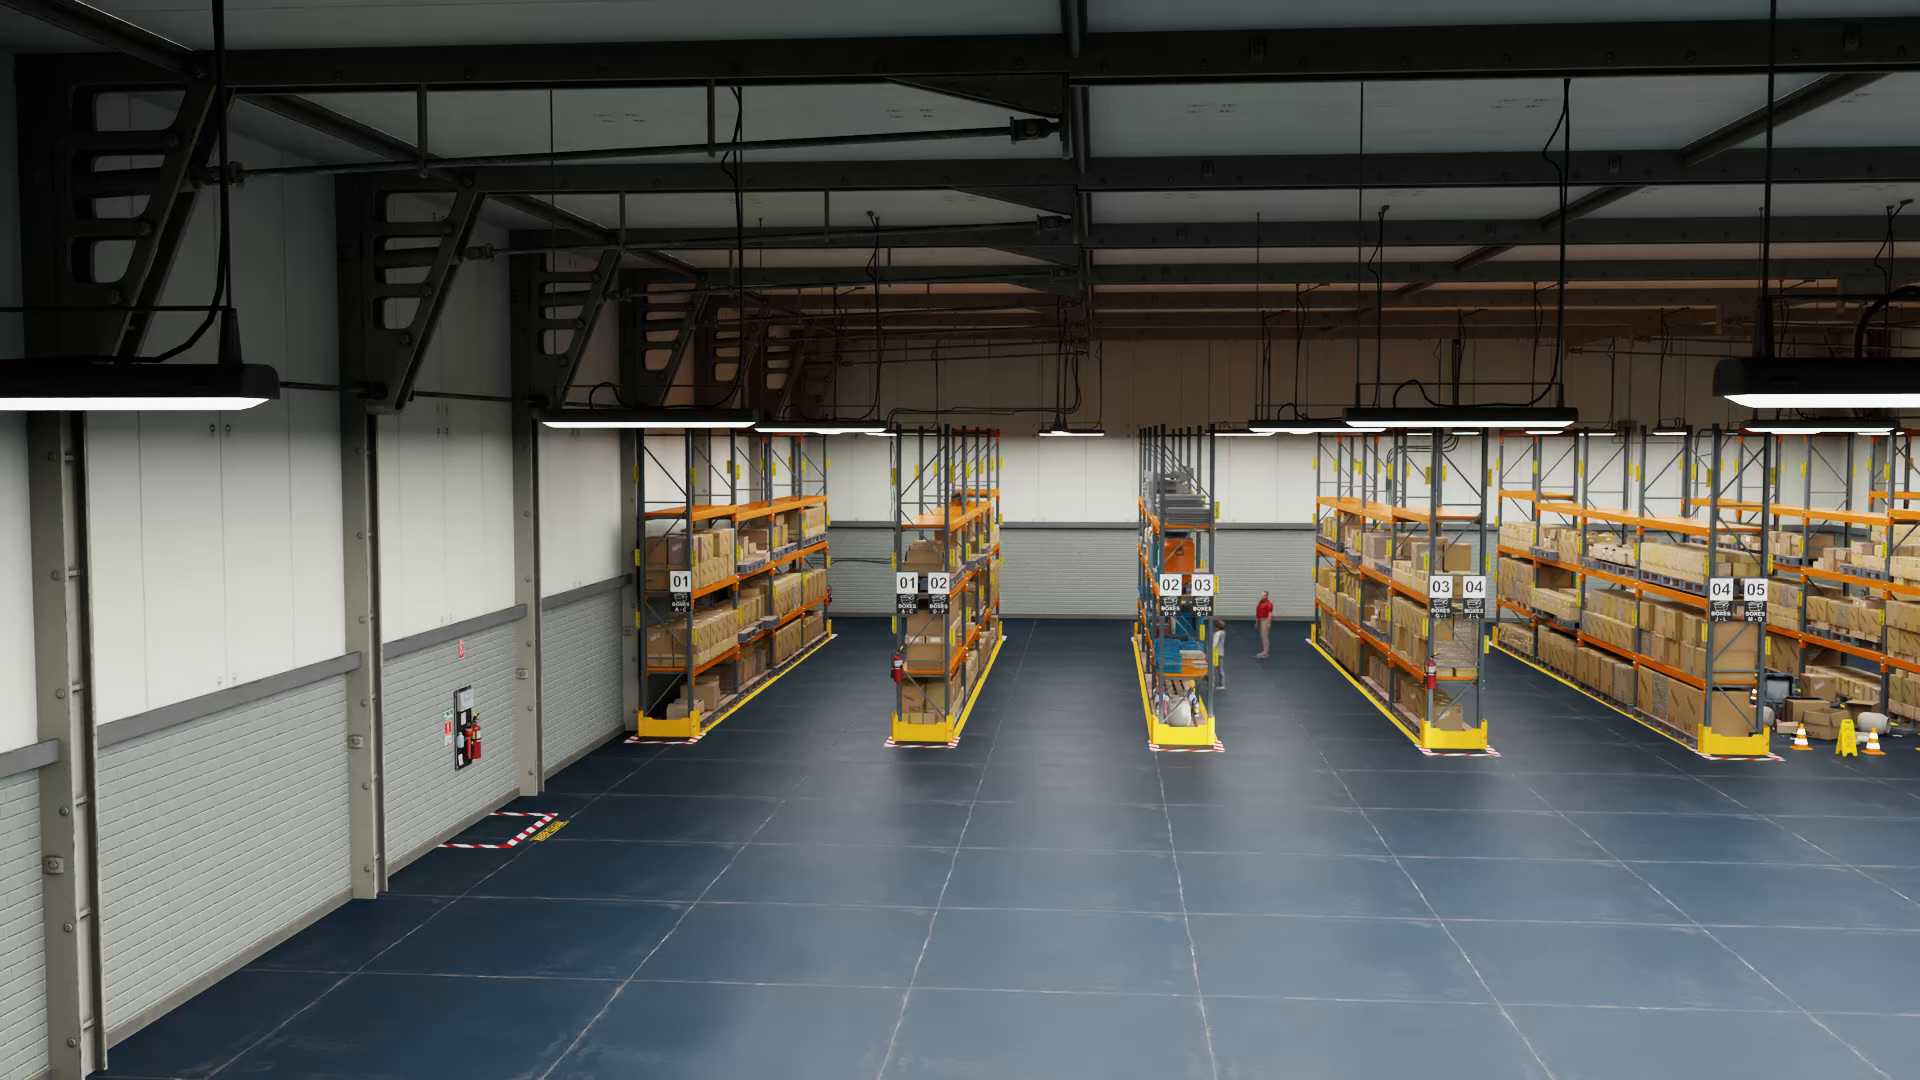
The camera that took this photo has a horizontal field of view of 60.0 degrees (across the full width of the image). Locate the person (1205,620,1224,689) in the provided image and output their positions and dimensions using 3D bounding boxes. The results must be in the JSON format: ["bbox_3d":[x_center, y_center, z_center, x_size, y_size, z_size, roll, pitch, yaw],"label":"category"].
[{"bbox_3d":[5.802,2.623,37.895,0.410,1.597,0.485,3,5,45],"label":"person"}]

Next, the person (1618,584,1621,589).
[{"bbox_3d":[19.108,1.969,47.976,0.879,1.636,0.509,-1,4,-12],"label":"person"}]

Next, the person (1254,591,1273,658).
[{"bbox_3d":[7.947,2.207,43.660,0.446,1.723,0.573,0,4,-8],"label":"person"}]
